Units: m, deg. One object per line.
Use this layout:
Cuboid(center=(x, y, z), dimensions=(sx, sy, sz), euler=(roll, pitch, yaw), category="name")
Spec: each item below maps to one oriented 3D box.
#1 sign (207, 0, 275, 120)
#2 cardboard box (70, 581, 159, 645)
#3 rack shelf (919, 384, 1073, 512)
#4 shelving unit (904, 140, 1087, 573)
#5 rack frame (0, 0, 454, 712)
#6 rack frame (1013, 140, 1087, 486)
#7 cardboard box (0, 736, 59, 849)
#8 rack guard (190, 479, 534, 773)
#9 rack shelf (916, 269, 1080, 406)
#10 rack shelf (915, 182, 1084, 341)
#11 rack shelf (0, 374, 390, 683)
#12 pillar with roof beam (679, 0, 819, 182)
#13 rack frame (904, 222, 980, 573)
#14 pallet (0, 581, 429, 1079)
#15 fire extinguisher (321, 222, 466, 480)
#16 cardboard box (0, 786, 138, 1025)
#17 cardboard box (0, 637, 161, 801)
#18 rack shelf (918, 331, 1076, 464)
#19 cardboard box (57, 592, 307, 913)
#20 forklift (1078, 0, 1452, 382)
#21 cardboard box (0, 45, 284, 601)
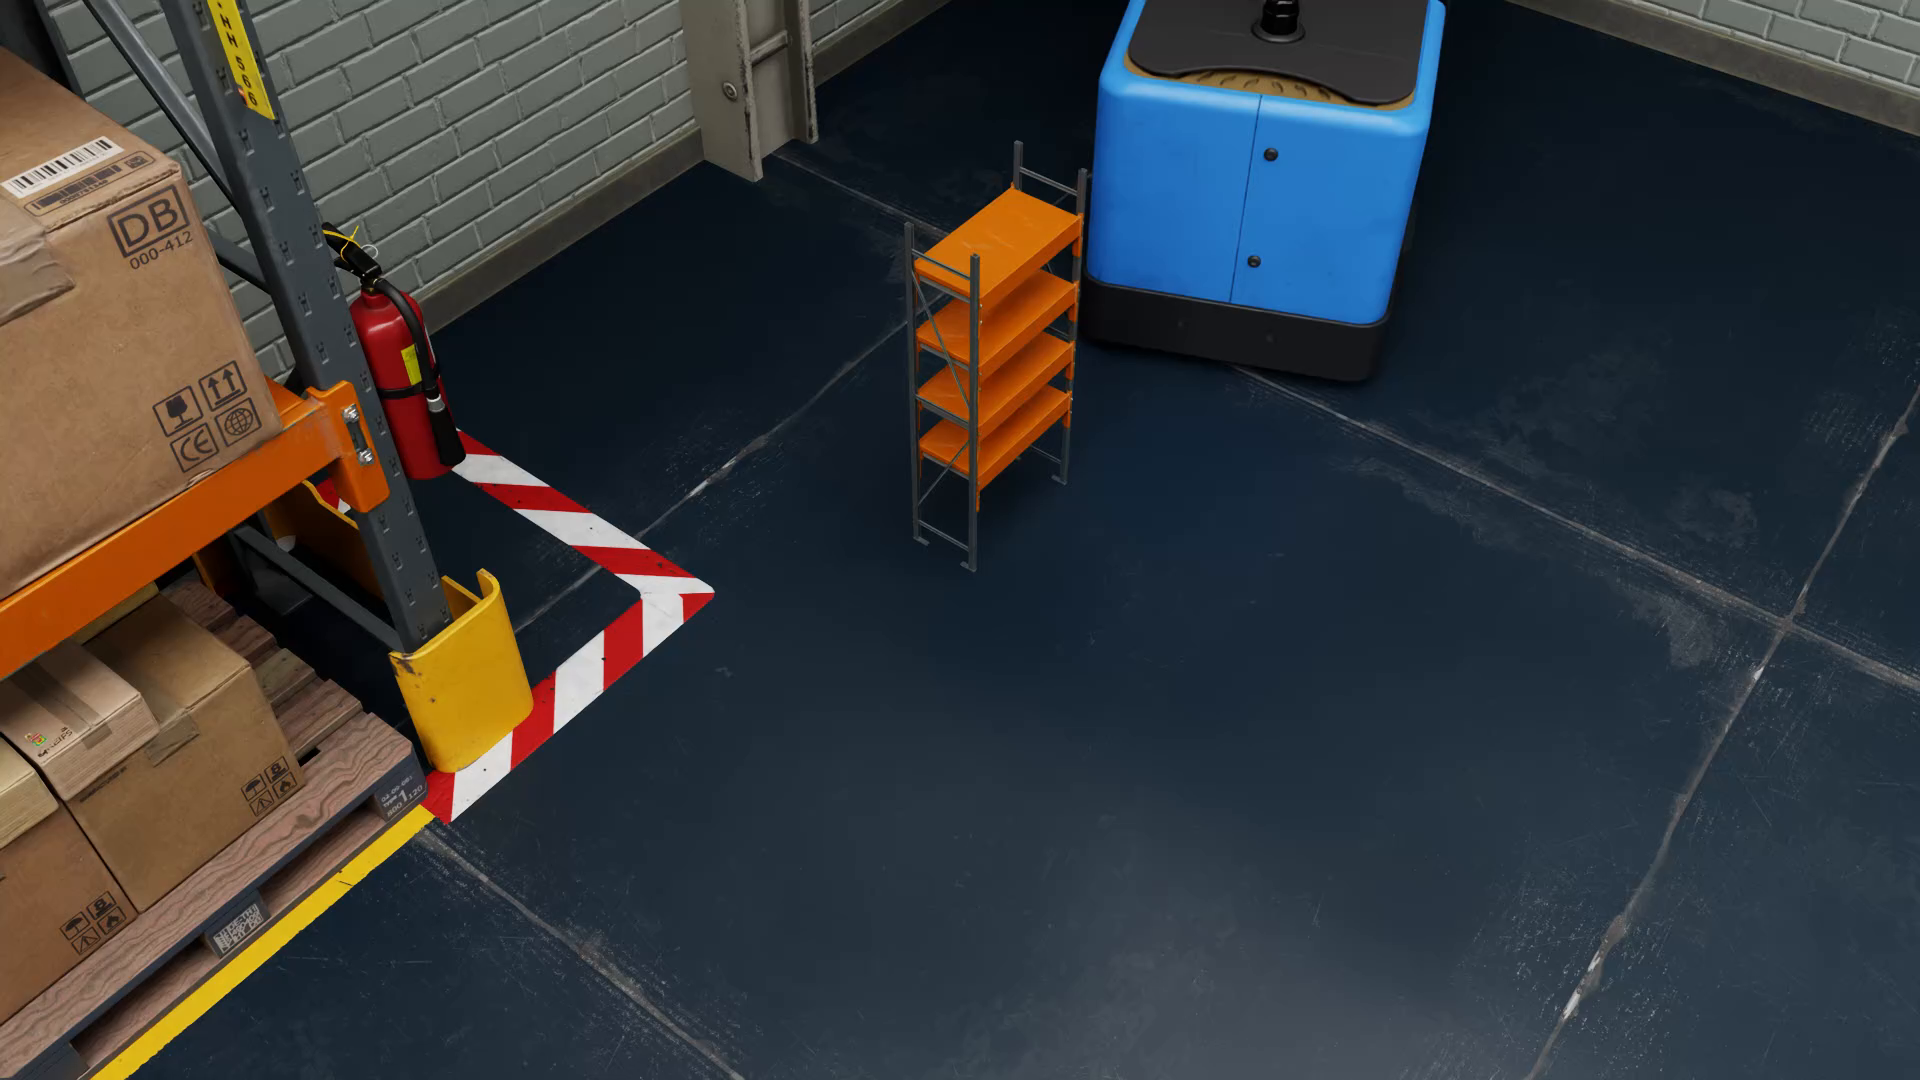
Cuboid(center=(-1.363, -0.944, 3.113), dimensions=(0.100, 0.325, 0.005), euler=(29, 53, 25), category="sign")
Cuboid(center=(-2.215, 0.069, 4.100), dimensions=(0.380, 0.149, 0.250), euler=(30, 53, 25), category="cardboard box")
Cuboid(center=(0.101, -0.326, 5.099), dimensions=(0.258, 0.148, 0.480), euler=(29, 53, 25), category="rack shelf")
Cuboid(center=(0.101, -0.509, 4.907), dimensions=(0.258, 1.200, 0.503), euler=(29, 53, 25), category="shelving unit")
Cuboid(center=(-1.784, -0.710, 3.854), dimensions=(1.000, 3.000, 0.127), euler=(29, 53, 25), category="rack frame")
Cuboid(center=(0.250, -0.649, 5.040), dimensions=(0.240, 1.200, 0.015), euler=(29, 53, 25), category="rack frame")
Cuboid(center=(-2.223, 0.529, 3.660), dimensions=(0.380, 0.149, 0.250), euler=(31, 54, 26), category="cardboard box")
Cuboid(center=(-1.769, 0.139, 4.771), dimensions=(1.175, 0.500, 0.348), euler=(29, 53, 25), category="rack guard")
Cuboid(center=(0.101, -0.617, 4.794), dimensions=(0.258, 0.148, 0.480), euler=(29, 53, 25), category="rack shelf")
Cuboid(center=(0.101, -0.781, 4.622), dimensions=(0.258, 0.148, 0.480), euler=(29, 53, 25), category="rack shelf")
Cuboid(center=(-3.007, 0.682, 3.021), dimensions=(1.077, 0.370, 4.000), euler=(29, 53, 25), category="rack shelf")
Cuboid(center=(2.589, -2.807, 1.708), dimensions=(9.100, 9.000, 0.400), euler=(29, 53, 25), category="pillar with roof beam")
Cuboid(center=(-0.048, -0.370, 4.773), dimensions=(0.240, 1.200, 0.015), euler=(29, 53, 25), category="rack frame")
Cuboid(center=(-2.211, 0.745, 4.393), dimensions=(1.003, 0.211, 1.213), euler=(29, 53, 25), category="pallet")
Cuboid(center=(-1.327, -0.437, 3.905), dimensions=(0.296, 0.674, 0.183), euler=(29, 53, 25), category="fire extinguisher")
Cuboid(center=(-2.439, 0.739, 3.908), dimensions=(0.700, 0.500, 0.500), euler=(29, 53, 25), category="cardboard box")
Cuboid(center=(-2.067, 0.383, 3.800), dimensions=(0.380, 0.149, 0.250), euler=(29, 53, 25), category="cardboard box")
Cuboid(center=(0.101, -0.463, 4.955), dimensions=(0.258, 0.148, 0.480), euler=(29, 53, 25), category="rack shelf")
Cuboid(center=(-2.133, 0.453, 4.181), dimensions=(0.700, 0.500, 0.500), euler=(29, 53, 25), category="cardboard box")
Cuboid(center=(1.297, -2.639, 5.744), dimensions=(1.130, 2.935, 3.031), euler=(11, 47, 10), category="forklift")
Cuboid(center=(-2.088, -0.518, 3.463), dimensions=(0.980, 0.700, 0.700), euler=(32, 54, 27), category="cardboard box")
